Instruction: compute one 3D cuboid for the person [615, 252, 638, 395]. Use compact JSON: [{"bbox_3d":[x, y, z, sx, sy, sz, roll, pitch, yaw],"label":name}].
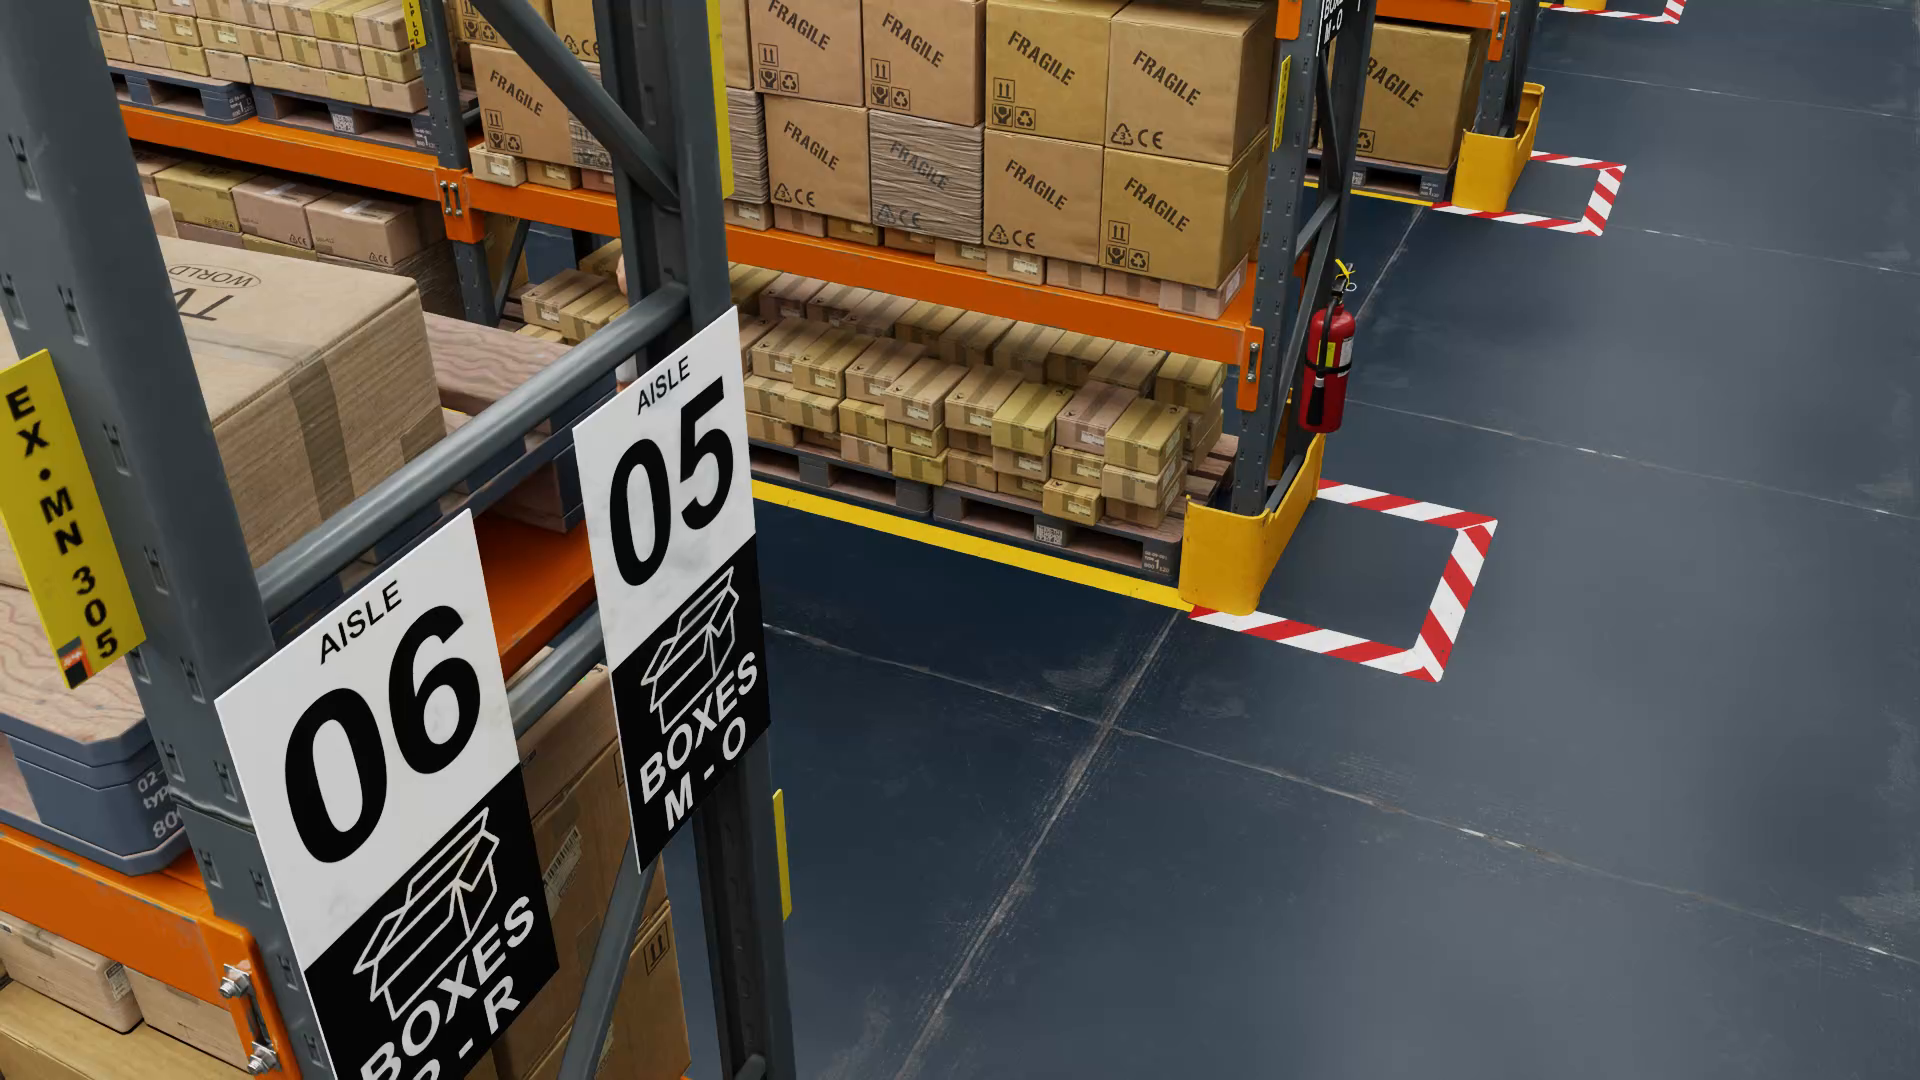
[{"bbox_3d":[-1.246,-0.447,6.798,0.384,1.664,0.441,19,38,26],"label":"person"}]
